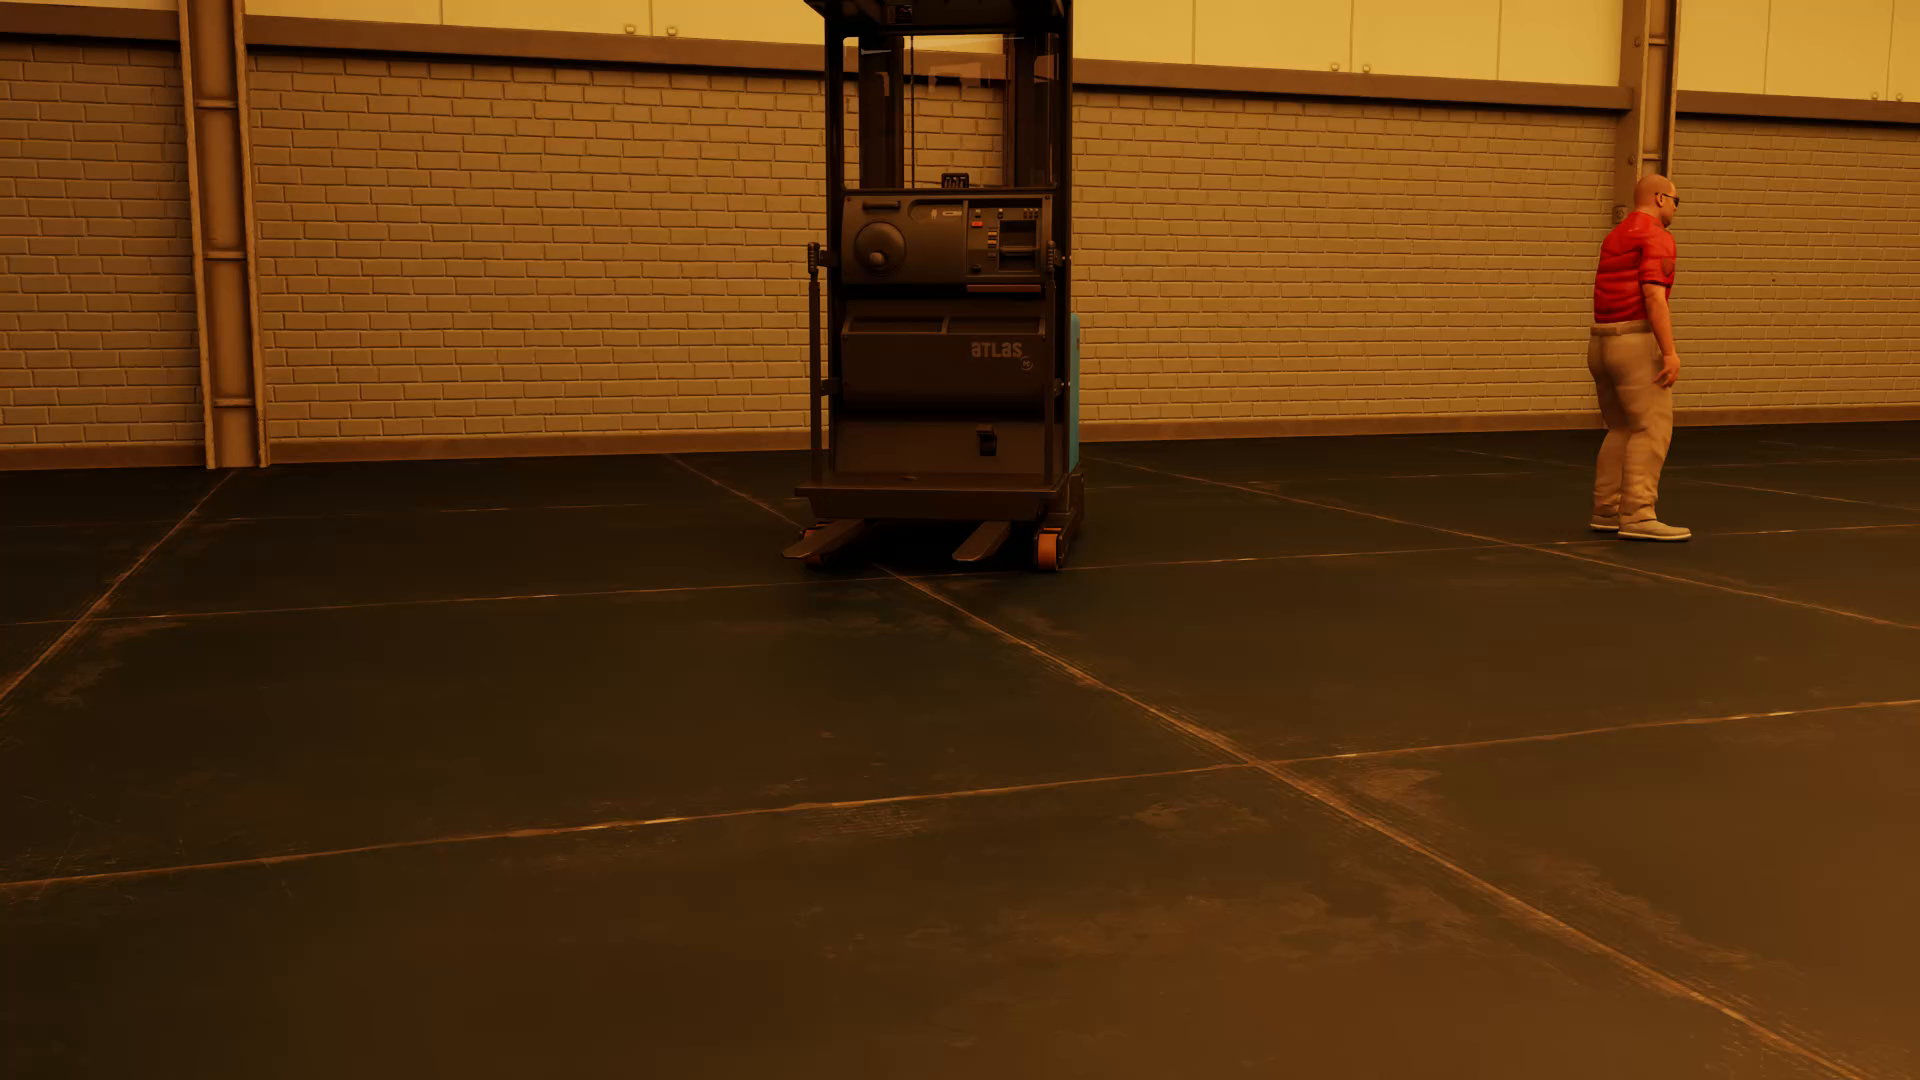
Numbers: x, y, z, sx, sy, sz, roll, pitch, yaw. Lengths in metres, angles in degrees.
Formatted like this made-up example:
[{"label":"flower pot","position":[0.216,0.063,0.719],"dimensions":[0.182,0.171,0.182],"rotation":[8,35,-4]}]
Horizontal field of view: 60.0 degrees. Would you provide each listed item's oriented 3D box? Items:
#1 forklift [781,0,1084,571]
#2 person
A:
[{"label":"forklift","position":[-0.085,-1.369,7.110],"dimensions":[1.130,2.935,3.031],"rotation":[1,8,8]},{"label":"person","position":[3.263,-0.885,8.013],"dimensions":[0.397,1.727,0.607],"rotation":[-1,8,-5]}]
